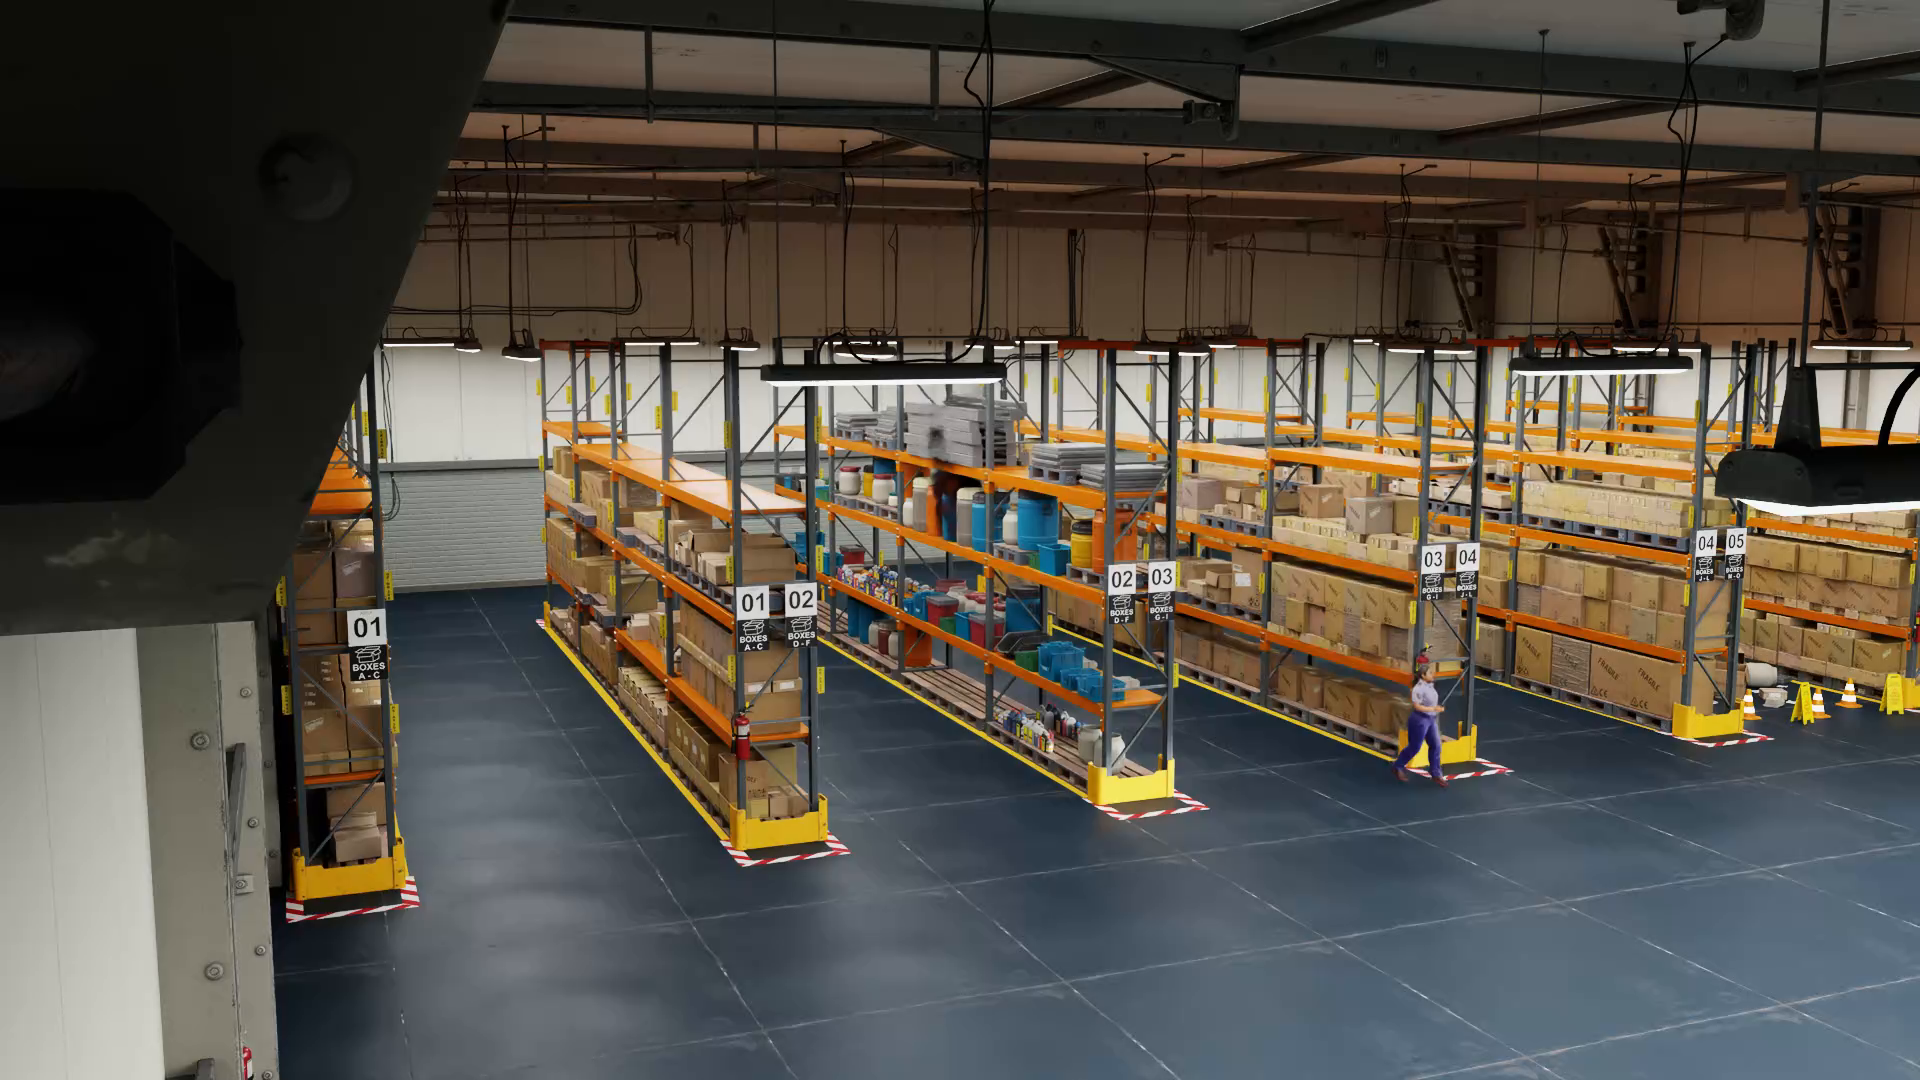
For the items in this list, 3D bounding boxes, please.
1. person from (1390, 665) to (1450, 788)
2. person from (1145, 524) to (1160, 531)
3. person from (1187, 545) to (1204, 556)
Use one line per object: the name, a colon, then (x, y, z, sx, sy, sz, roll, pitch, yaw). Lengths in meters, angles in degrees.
person: (6.378, 2.538, 22.846, 0.770, 1.671, 0.616, 6, 10, 39)
person: (4.682, 0.097, 41.490, 0.770, 1.706, 0.770, -1, 7, -6)
person: (5.988, 0.086, 41.868, 0.587, 1.637, 0.556, -3, 8, -23)
